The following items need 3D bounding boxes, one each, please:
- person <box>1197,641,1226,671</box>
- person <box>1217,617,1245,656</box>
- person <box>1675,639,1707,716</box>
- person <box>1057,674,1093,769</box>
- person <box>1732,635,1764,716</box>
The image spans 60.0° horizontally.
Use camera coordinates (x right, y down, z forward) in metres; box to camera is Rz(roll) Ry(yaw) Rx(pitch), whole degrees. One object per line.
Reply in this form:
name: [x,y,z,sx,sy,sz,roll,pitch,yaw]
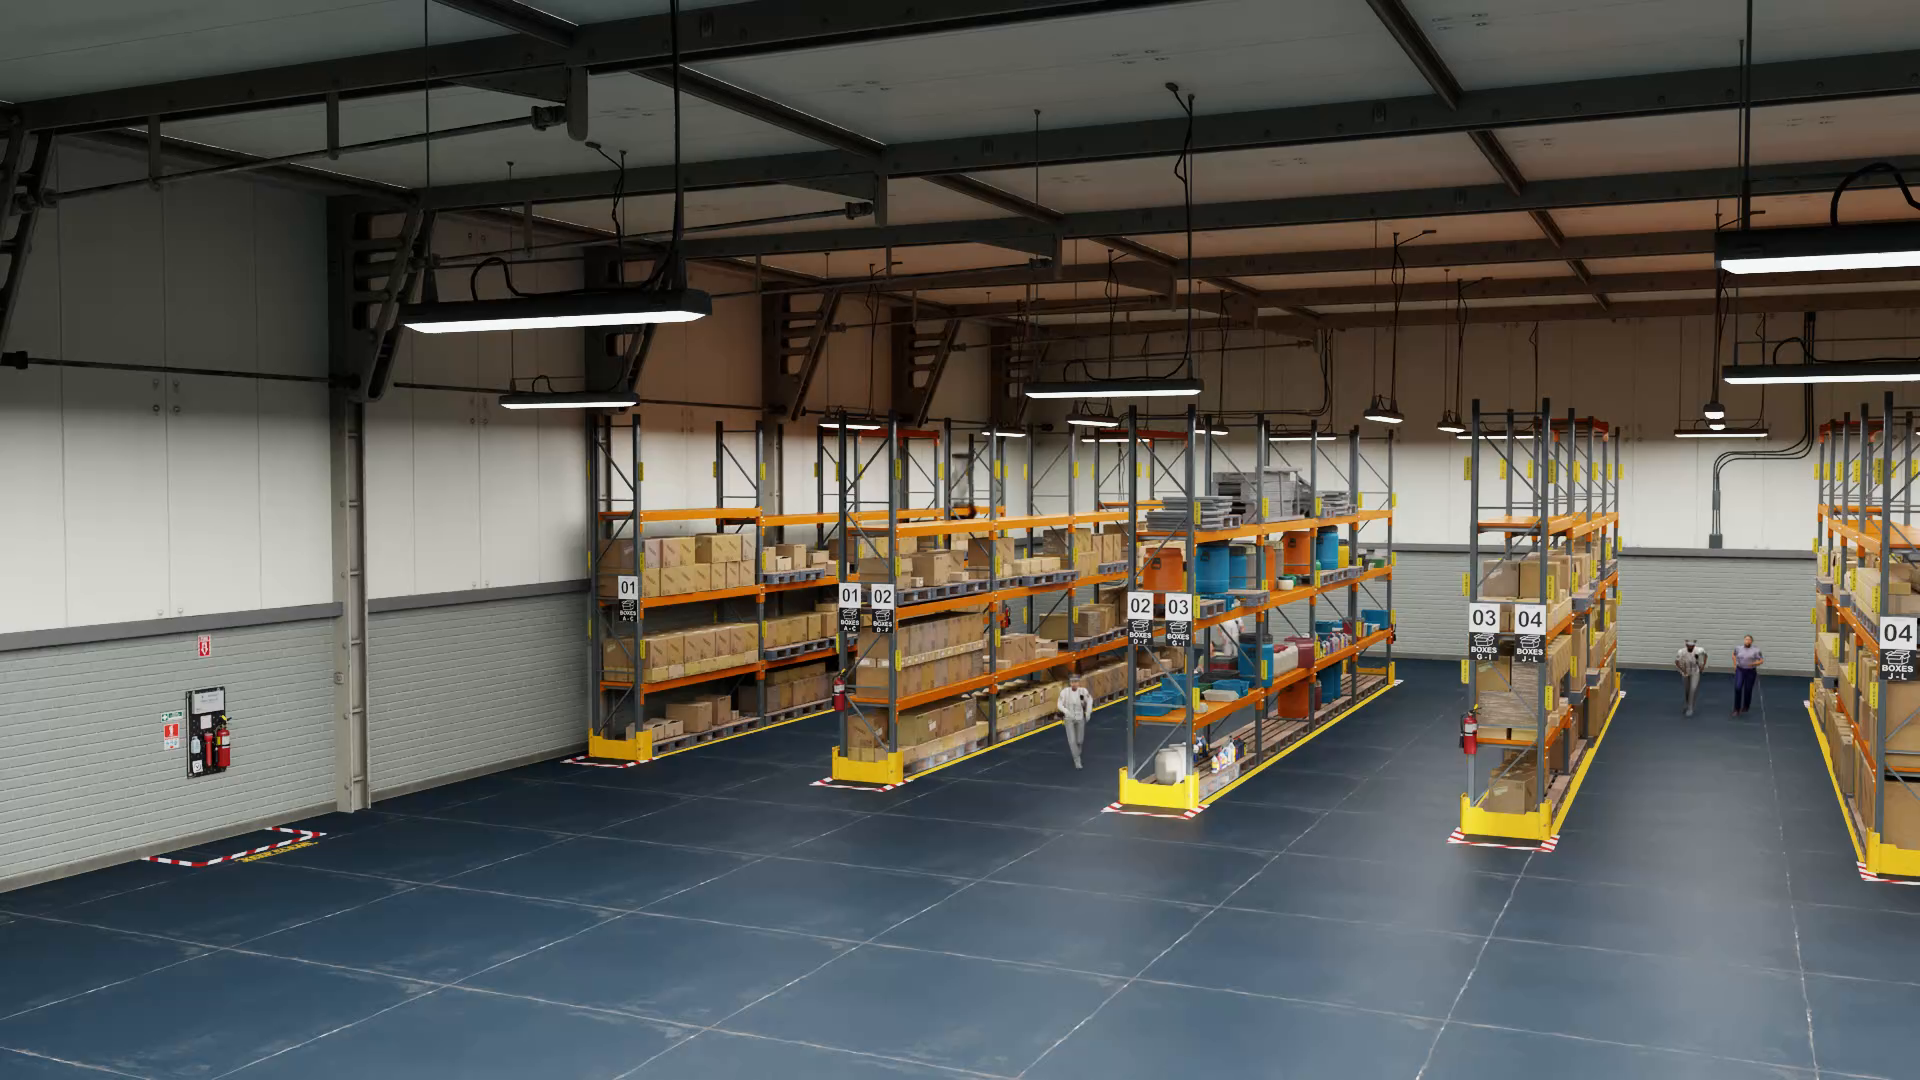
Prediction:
person: [5.047,2.804,33.177,0.614,1.618,0.729,1,3,25]
person: [6.631,2.464,40.608,0.686,1.749,0.551,0,2,3]
person: [15.119,2.816,34.455,0.577,1.624,0.983,1,3,20]
person: [1.943,3.040,28.089,0.600,1.629,0.695,0,2,5]
person: [16.210,2.792,34.234,0.596,1.707,0.721,1,3,28]
